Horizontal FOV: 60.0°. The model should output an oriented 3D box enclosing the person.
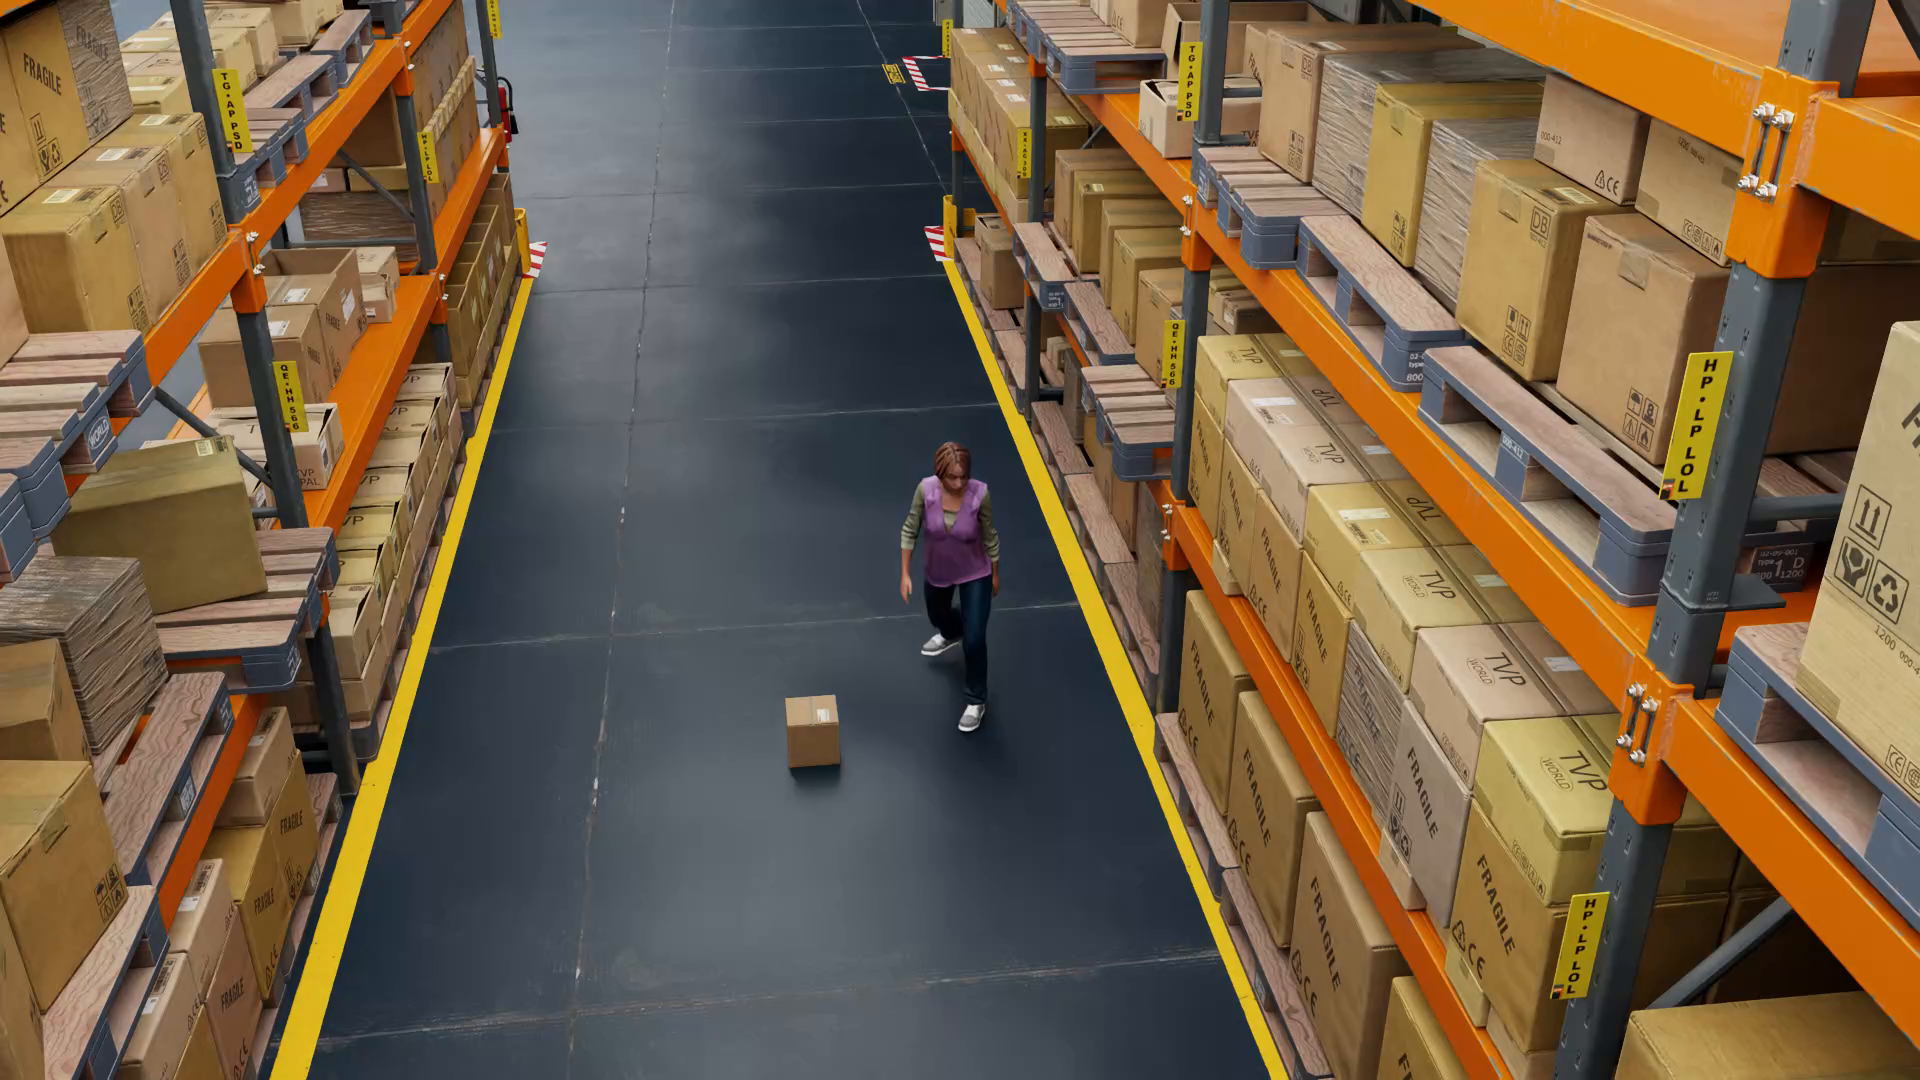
[{"bbox_3d":[-0.022,0.118,8.445,0.485,1.534,0.788,6,28,12],"label":"person"}]
